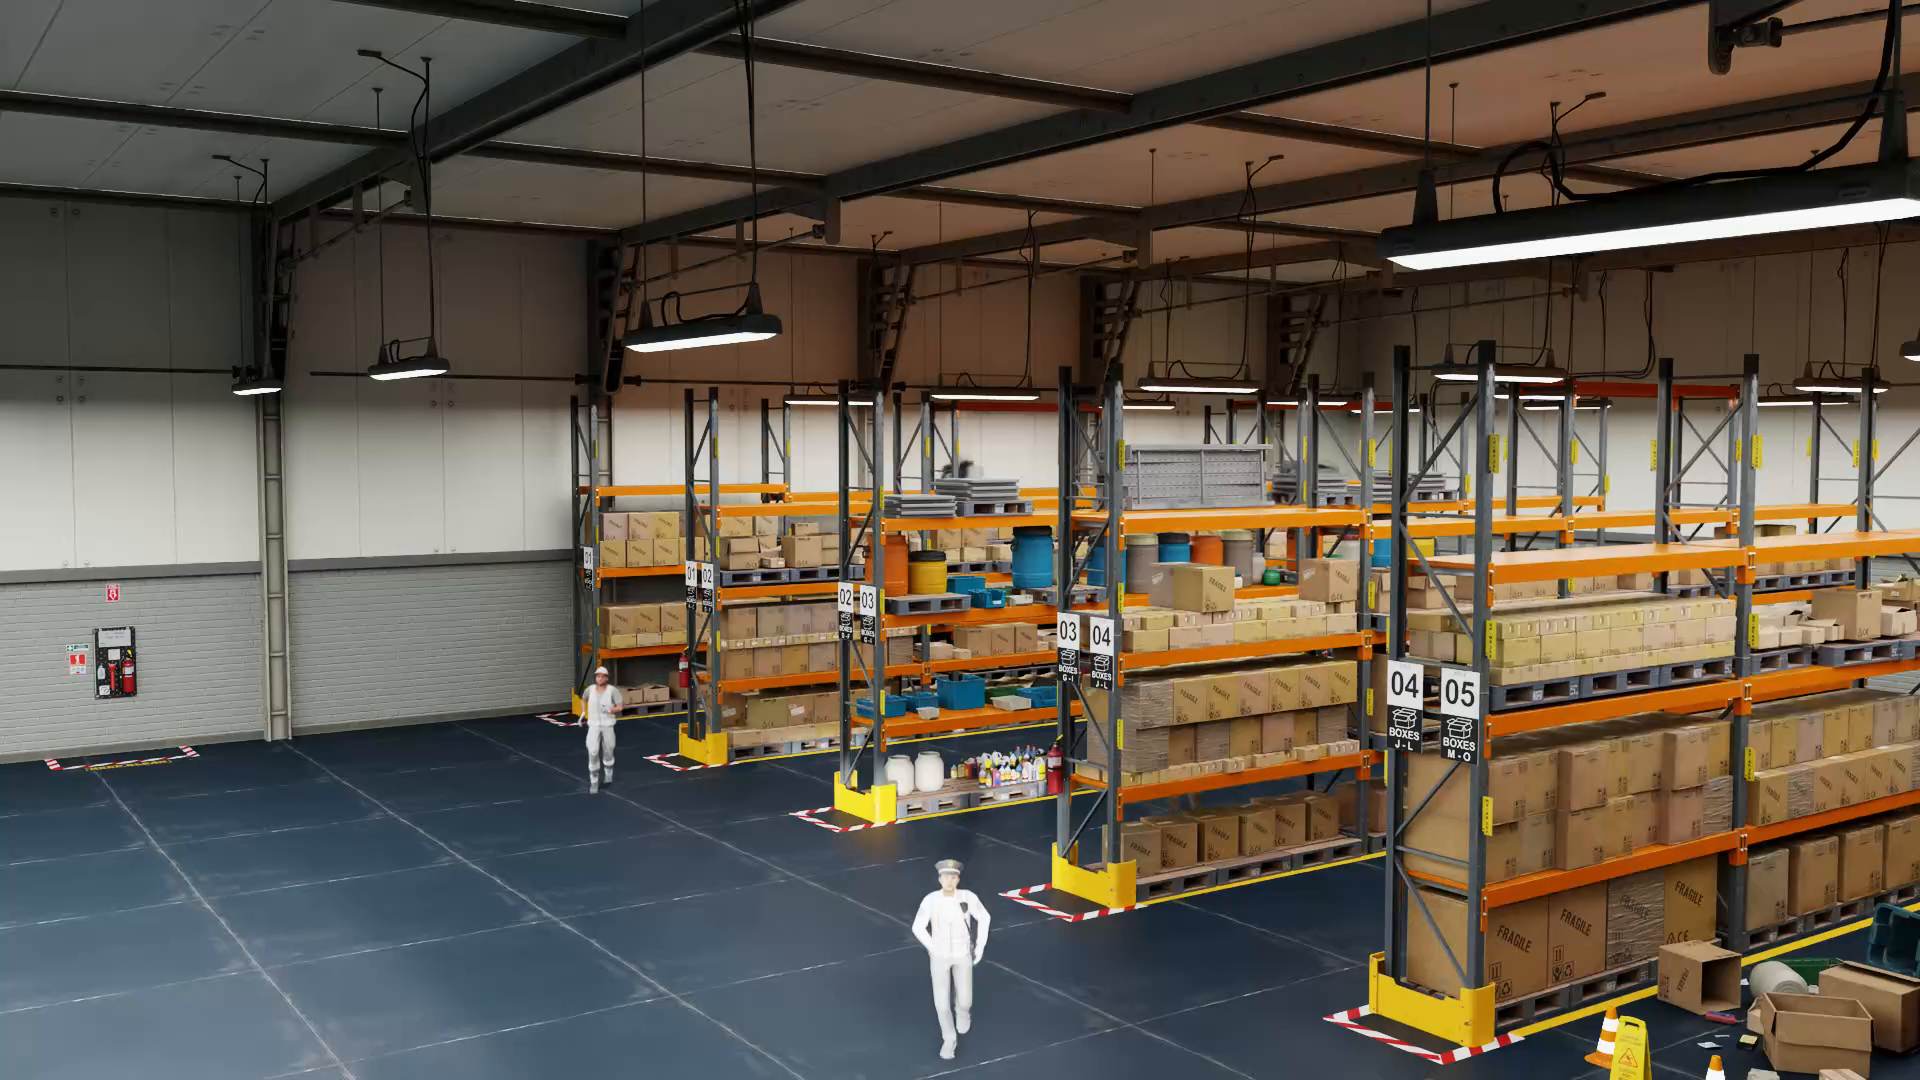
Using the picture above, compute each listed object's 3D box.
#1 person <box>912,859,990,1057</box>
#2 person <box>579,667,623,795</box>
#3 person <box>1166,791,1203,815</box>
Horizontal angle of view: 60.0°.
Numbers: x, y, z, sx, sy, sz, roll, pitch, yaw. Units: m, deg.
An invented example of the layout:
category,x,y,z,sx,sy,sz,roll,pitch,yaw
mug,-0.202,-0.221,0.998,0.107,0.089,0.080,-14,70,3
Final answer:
category,x,y,z,sx,sy,sz,roll,pitch,yaw
person,-0.072,3.497,13.956,0.658,1.664,0.561,0,3,-1
person,-5.301,2.784,24.571,0.660,1.837,0.792,0,3,-6
person,2.997,2.982,22.297,0.635,1.780,0.749,3,5,42
